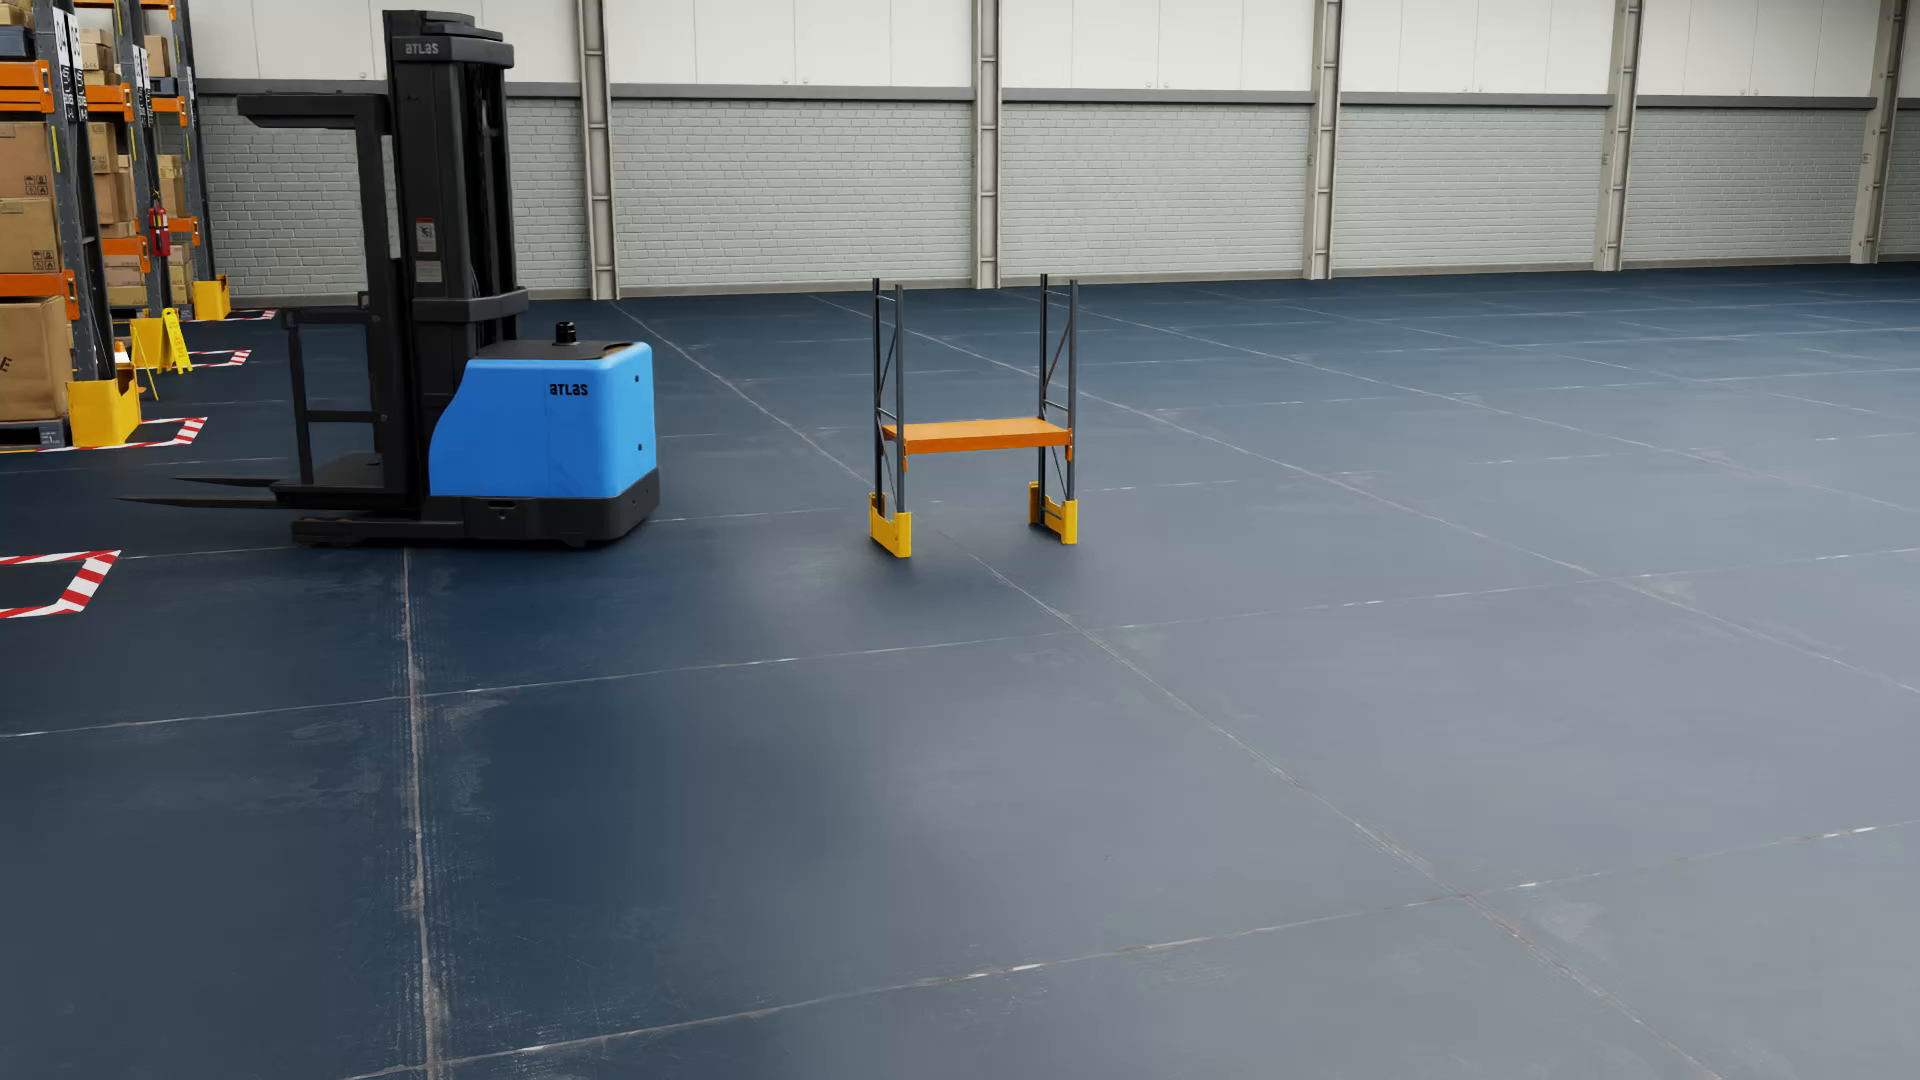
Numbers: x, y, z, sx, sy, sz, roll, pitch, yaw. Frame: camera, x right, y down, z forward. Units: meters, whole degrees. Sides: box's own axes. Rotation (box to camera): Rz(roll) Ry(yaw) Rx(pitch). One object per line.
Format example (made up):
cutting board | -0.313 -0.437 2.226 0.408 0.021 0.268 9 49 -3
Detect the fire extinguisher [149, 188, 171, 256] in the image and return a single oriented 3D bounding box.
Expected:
fire extinguisher | -8.172 -3.239 16.946 0.183 0.674 0.296 -4 14 -18

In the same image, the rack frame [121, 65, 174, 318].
rack frame | -8.428 -3.370 17.327 0.127 3.000 1.000 -4 14 -18

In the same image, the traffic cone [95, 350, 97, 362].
traffic cone | -8.424 -1.821 16.297 0.334 0.463 0.336 -4 14 -18

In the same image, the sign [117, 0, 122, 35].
sign | -8.270 -5.136 16.359 0.005 0.325 0.100 -4 14 -18

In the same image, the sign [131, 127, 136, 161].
sign | -8.270 -3.963 16.638 0.005 0.325 0.100 -4 14 -18

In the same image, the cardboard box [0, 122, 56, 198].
cardboard box | -7.117 -2.871 12.572 0.550 0.550 0.875 -4 14 -18

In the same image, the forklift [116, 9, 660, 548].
forklift | -3.390 -1.501 9.620 3.031 2.935 1.130 1 13 4

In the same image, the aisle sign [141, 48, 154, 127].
aisle sign | -8.468 -4.707 17.331 0.004 0.787 0.394 -4 14 -18

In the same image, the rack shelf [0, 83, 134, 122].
rack shelf | -10.323 -4.331 16.442 4.000 0.370 1.077 -4 14 -18

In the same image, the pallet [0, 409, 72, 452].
pallet | -7.486 -0.859 12.796 1.213 0.211 1.003 -4 14 -18

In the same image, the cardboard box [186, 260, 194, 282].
cardboard box | -10.526 -3.579 22.160 0.500 0.250 0.500 -4 14 -17

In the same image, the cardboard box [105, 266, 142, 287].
cardboard box | -10.855 -3.429 21.529 0.500 0.250 0.500 -5 14 -19

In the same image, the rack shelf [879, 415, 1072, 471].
rack shelf | 0.081 -0.561 9.537 1.000 0.185 0.538 -4 14 -18

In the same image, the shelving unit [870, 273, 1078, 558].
shelving unit | 0.072 -0.735 9.493 1.083 1.500 0.587 -4 14 -18

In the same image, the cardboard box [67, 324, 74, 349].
cardboard box | -9.131 -2.116 17.090 0.500 0.250 0.500 -5 14 -18

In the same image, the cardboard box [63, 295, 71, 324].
cardboard box | -9.104 -2.485 17.020 0.500 0.500 0.500 -4 14 -18

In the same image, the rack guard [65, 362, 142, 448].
rack guard | -6.730 -1.077 13.091 0.348 0.500 1.175 -4 14 -18

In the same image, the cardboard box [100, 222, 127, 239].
cardboard box | -8.714 -3.173 17.043 0.250 0.149 0.380 -4 14 -16

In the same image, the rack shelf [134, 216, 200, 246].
rack shelf | -11.910 -3.960 21.365 4.000 0.370 1.077 -4 14 -18

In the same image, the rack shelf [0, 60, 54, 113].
rack shelf | -8.649 -3.253 11.909 4.000 0.370 1.077 -4 14 -18

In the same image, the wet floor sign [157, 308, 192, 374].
wet floor sign | -7.906 -2.004 16.671 0.232 0.644 0.267 0 13 1

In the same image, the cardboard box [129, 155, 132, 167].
cardboard box | -10.510 -4.869 21.371 0.250 0.149 0.380 -4 14 -18

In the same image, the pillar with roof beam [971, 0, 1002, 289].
pillar with roof beam | 1.785 -7.464 21.577 0.400 9.000 9.100 -4 14 -18

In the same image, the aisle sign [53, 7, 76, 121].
aisle sign | -6.590 -3.496 12.238 0.004 0.787 0.394 -4 14 -18

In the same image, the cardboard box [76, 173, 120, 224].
cardboard box | -8.854 -3.462 16.858 0.500 0.500 0.500 -5 14 -19

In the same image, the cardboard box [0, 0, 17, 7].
cardboard box | -7.128 -3.978 11.960 0.500 0.250 0.500 -4 14 -17

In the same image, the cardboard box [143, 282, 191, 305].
cardboard box | -10.359 -3.221 21.735 0.500 0.250 0.500 -4 14 -18

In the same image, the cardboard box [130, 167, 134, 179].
cardboard box | -10.486 -4.710 21.343 0.250 0.149 0.380 -4 14 -17

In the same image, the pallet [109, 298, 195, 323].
pallet | -10.726 -3.036 21.949 1.213 0.211 1.003 -4 14 -18

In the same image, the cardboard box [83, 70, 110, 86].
cardboard box | -8.677 -4.619 16.640 0.250 0.149 0.380 -4 14 -18

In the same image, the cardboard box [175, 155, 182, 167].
cardboard box | -10.401 -4.989 21.874 0.250 0.149 0.380 -5 14 -19

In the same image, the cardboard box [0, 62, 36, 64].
cardboard box | -9.308 -4.770 16.413 0.500 0.250 0.500 -5 14 -19

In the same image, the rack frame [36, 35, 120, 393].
rack frame | -6.753 -2.291 12.794 0.127 3.000 1.000 -4 14 -18

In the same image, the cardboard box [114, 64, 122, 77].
cardboard box | -10.703 -5.920 20.987 0.250 0.149 0.380 -5 14 -20

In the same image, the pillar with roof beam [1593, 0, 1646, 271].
pillar with roof beam | 13.158 -8.350 25.300 0.400 9.000 9.100 -4 14 -18

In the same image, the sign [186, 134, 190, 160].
sign | -9.854 -5.016 21.236 0.005 0.325 0.100 -4 14 -18

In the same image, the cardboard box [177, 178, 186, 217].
cardboard box | -10.572 -4.531 21.993 0.500 0.500 0.500 -4 14 -16

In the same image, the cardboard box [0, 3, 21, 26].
cardboard box | -6.960 -3.783 12.000 0.250 0.149 0.380 -4 14 -18

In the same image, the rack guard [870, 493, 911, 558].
rack guard | -0.400 -0.090 9.483 0.087 0.250 0.587 -4 14 -18

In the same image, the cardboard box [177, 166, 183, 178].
cardboard box | -10.419 -4.854 21.950 0.250 0.149 0.380 -5 14 -20

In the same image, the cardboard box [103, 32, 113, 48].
cardboard box | -8.829 -5.113 16.994 0.250 0.149 0.380 -5 14 -18

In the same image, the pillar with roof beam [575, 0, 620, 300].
pillar with roof beam | -3.902 -7.021 19.715 0.400 9.000 9.100 -4 14 -18

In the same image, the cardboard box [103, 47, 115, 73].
cardboard box | -8.989 -4.922 17.052 0.500 0.250 0.500 -5 14 -19

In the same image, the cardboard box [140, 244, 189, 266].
cardboard box | -10.351 -3.709 21.626 0.500 0.250 0.500 -4 14 -16

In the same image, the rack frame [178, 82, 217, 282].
rack frame | -10.014 -4.458 21.902 0.127 3.000 1.000 -4 14 -18

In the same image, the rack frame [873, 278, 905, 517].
rack frame | -0.401 -0.698 9.338 0.032 1.500 0.500 -4 14 -18

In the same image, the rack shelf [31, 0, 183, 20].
rack shelf | -11.910 -6.684 20.717 4.000 0.370 1.077 -4 14 -18
